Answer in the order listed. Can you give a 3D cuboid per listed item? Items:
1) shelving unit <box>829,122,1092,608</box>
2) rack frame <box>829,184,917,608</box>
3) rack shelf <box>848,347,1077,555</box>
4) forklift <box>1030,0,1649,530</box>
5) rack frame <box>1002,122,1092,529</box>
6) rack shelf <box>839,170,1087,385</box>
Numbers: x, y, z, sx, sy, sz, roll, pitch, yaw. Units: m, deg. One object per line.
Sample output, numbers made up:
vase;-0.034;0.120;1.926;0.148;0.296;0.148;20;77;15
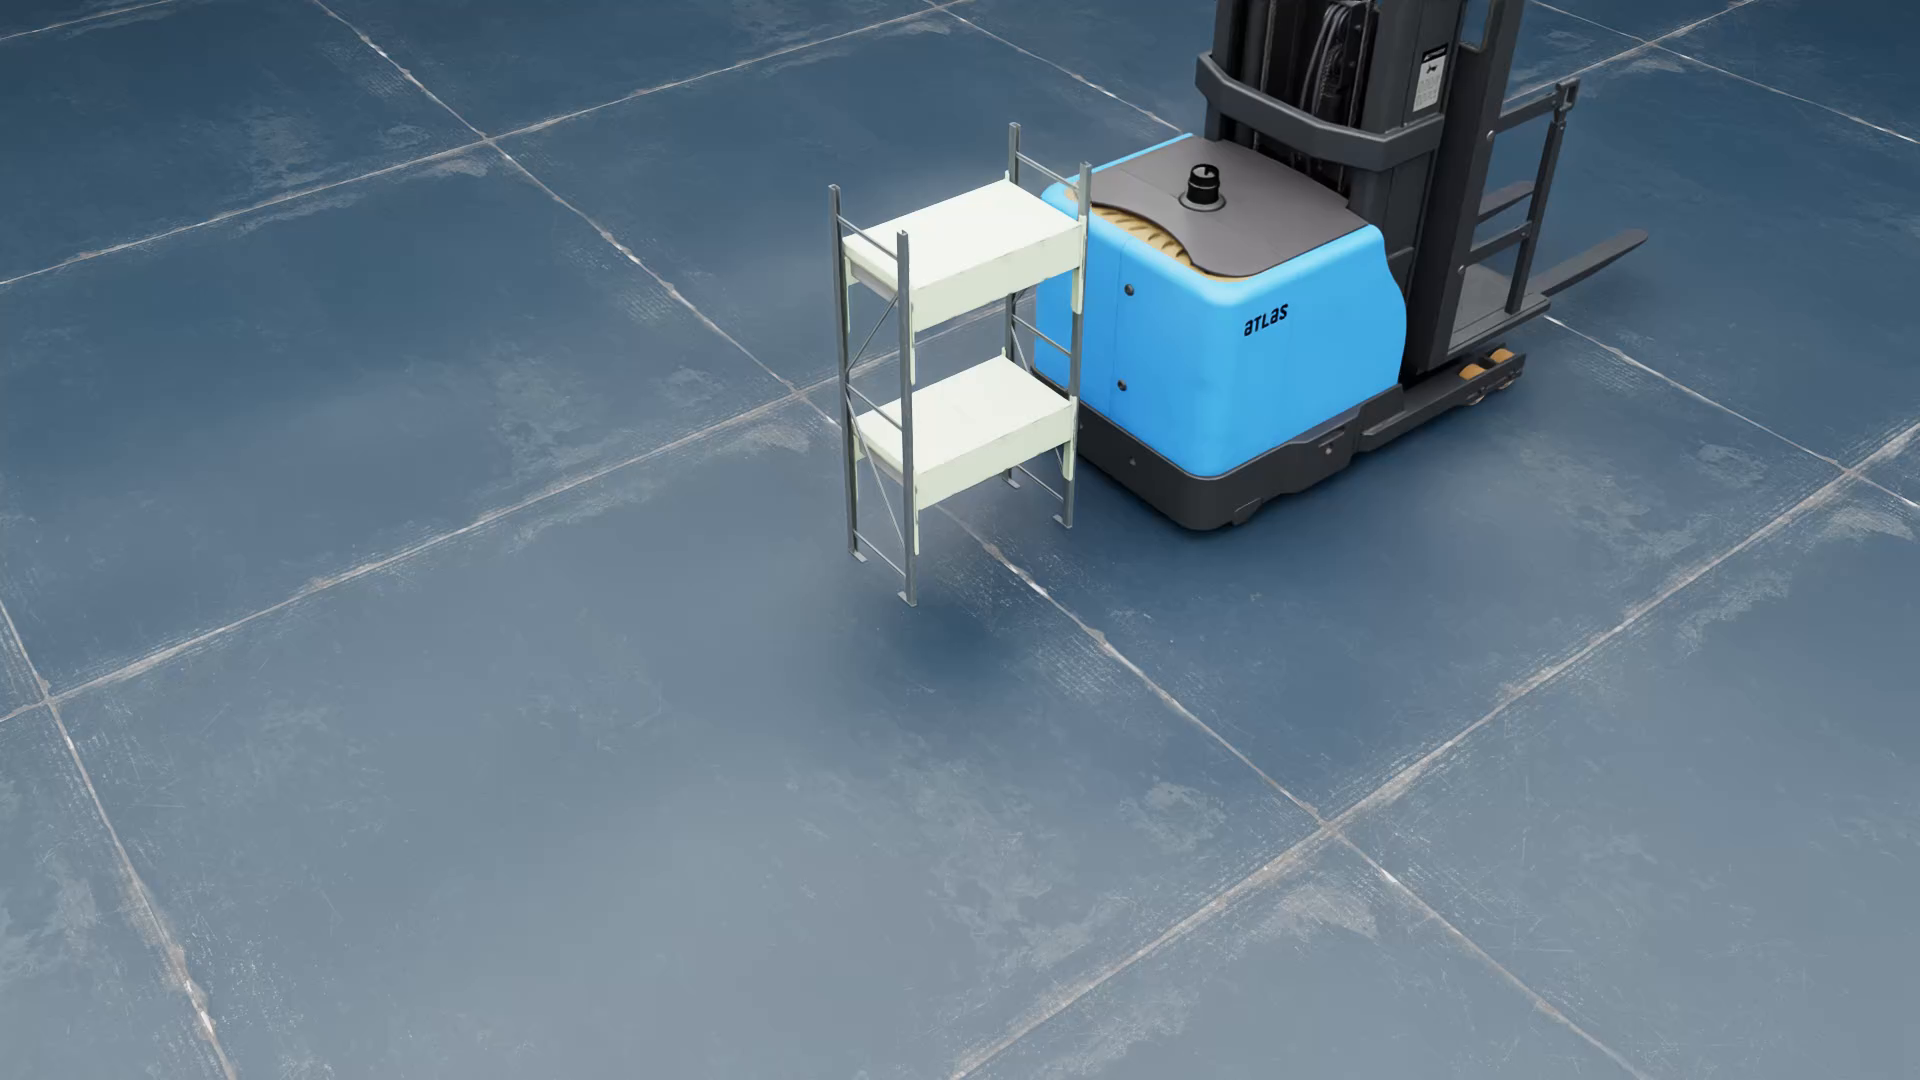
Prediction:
shelving unit;0.005;-0.582;5.777;0.755;1.500;0.431;-26;46;-28
rack frame;-0.285;-0.441;5.605;0.023;1.500;0.400;-26;46;-28
rack shelf;0.005;-0.330;5.984;0.720;0.370;0.431;-26;46;-28
forklift;1.755;-1.937;6.300;3.031;2.935;1.130;-26;46;-28
rack frame;0.295;-0.724;5.950;0.023;1.500;0.400;-26;46;-28
rack shelf;0.005;-0.884;5.530;0.720;0.370;0.431;-26;46;-28
